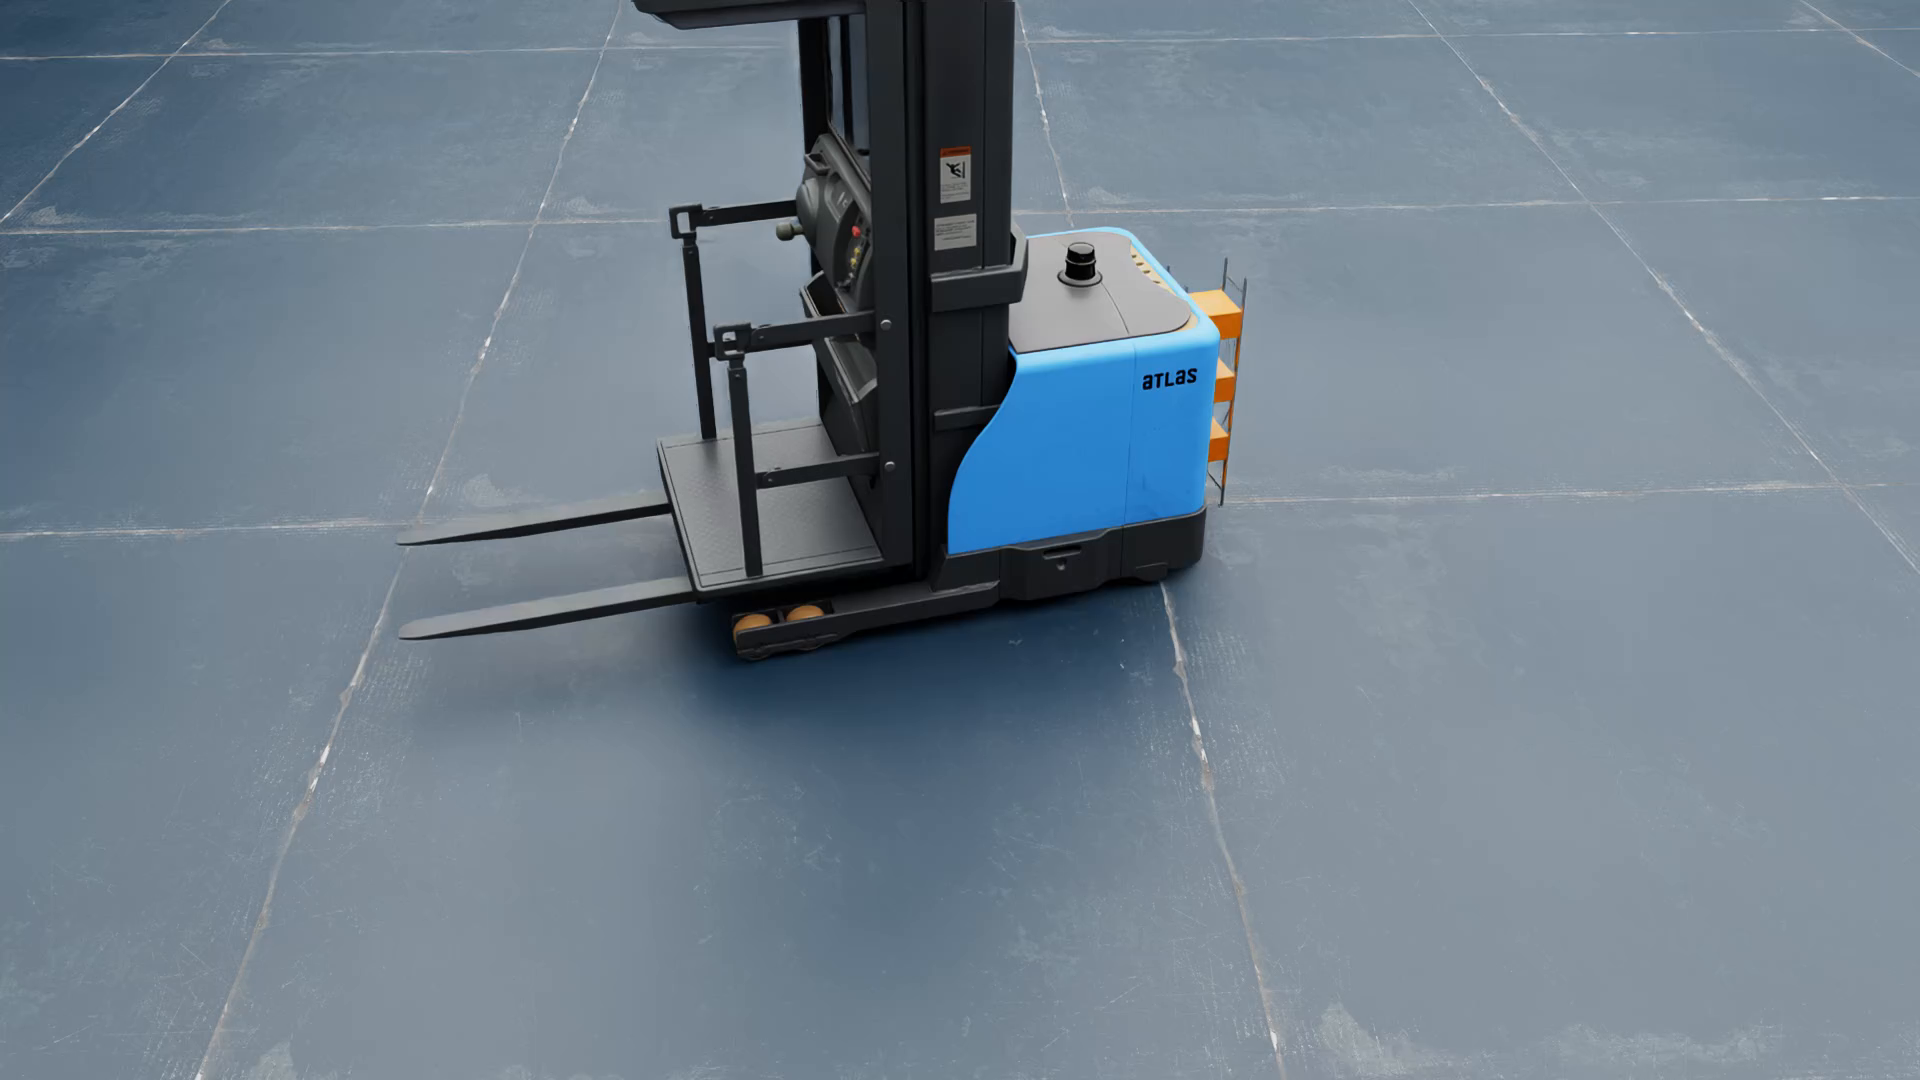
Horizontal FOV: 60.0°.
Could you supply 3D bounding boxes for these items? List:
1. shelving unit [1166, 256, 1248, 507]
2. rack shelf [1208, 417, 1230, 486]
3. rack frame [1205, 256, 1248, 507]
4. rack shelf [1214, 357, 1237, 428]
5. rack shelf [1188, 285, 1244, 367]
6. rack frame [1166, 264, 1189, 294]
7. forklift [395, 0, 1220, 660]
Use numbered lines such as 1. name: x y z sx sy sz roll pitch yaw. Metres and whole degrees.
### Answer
1. shelving unit: 0.951 -0.604 6.700 0.252 1.050 0.215 -10 36 -13
2. rack shelf: 0.951 -0.367 6.864 0.240 0.259 0.215 -10 36 -13
3. rack frame: 1.068 -0.623 6.728 0.008 1.050 0.200 -10 36 -13
4. rack shelf: 0.951 -0.595 6.706 0.240 0.259 0.215 -10 36 -13
5. rack shelf: 0.951 -0.828 6.544 0.240 0.259 0.215 -10 36 -13
6. rack frame: 0.834 -0.584 6.671 0.008 1.050 0.200 -10 36 -13
7. forklift: -0.621 -1.101 5.766 3.031 2.935 1.130 -10 36 -13
